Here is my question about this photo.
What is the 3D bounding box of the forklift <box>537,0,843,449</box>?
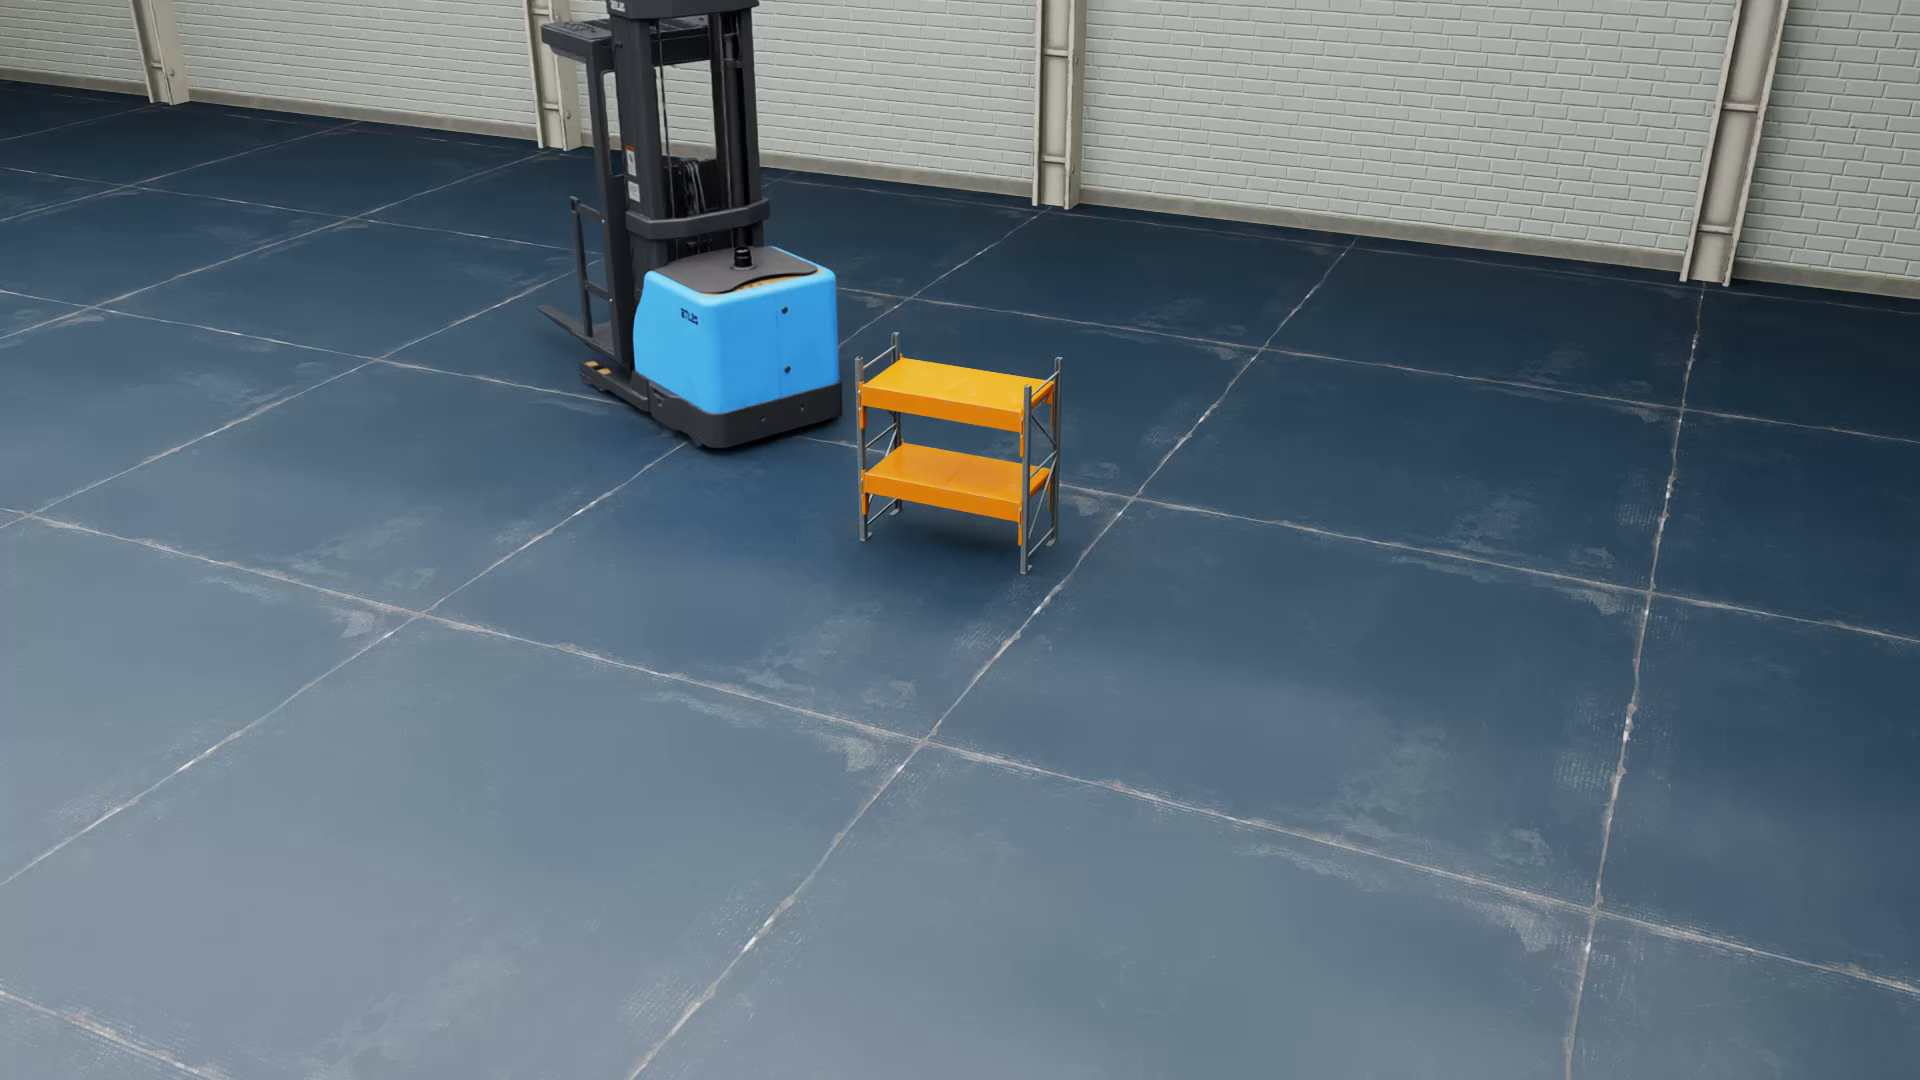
[{"bbox_3d":[-2.101,-2.494,11.498,1.130,2.935,3.031,-19,32,-33],"label":"forklift"}]

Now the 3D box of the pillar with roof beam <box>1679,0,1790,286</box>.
[{"bbox_3d":[4.636,-4.557,8.818,0.400,9.000,9.100,11,28,22],"label":"pillar with roof beam"}]

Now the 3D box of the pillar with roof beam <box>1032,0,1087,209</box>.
[{"bbox_3d":[-0.826,-5.654,11.047,0.400,9.000,9.100,11,28,22],"label":"pillar with roof beam"}]

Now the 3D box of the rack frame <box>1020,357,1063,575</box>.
[{"bbox_3d":[0.457,-0.413,9.315,0.032,1.125,0.500,11,28,22],"label":"rack frame"}]

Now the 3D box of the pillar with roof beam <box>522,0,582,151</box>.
[{"bbox_3d":[-6.288,-6.751,13.275,0.400,9.000,9.100,11,28,22],"label":"pillar with roof beam"}]

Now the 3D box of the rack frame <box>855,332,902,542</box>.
[{"bbox_3d":[-0.469,-0.599,9.693,0.032,1.125,0.500,11,28,22],"label":"rack frame"}]

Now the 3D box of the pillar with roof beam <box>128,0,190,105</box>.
[{"bbox_3d":[-11.749,-7.848,15.503,0.400,9.000,9.100,11,28,22],"label":"pillar with roof beam"}]

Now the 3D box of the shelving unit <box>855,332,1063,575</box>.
[{"bbox_3d":[-0.006,-0.506,9.504,1.048,1.125,0.538,11,28,22],"label":"shelving unit"}]

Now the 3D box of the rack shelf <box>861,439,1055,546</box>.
[{"bbox_3d":[-0.006,-0.287,9.612,1.000,0.278,0.538,11,28,22],"label":"rack shelf"}]

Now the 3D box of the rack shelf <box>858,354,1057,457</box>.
[{"bbox_3d":[-0.006,-0.768,9.375,1.000,0.278,0.538,11,28,22],"label":"rack shelf"}]
